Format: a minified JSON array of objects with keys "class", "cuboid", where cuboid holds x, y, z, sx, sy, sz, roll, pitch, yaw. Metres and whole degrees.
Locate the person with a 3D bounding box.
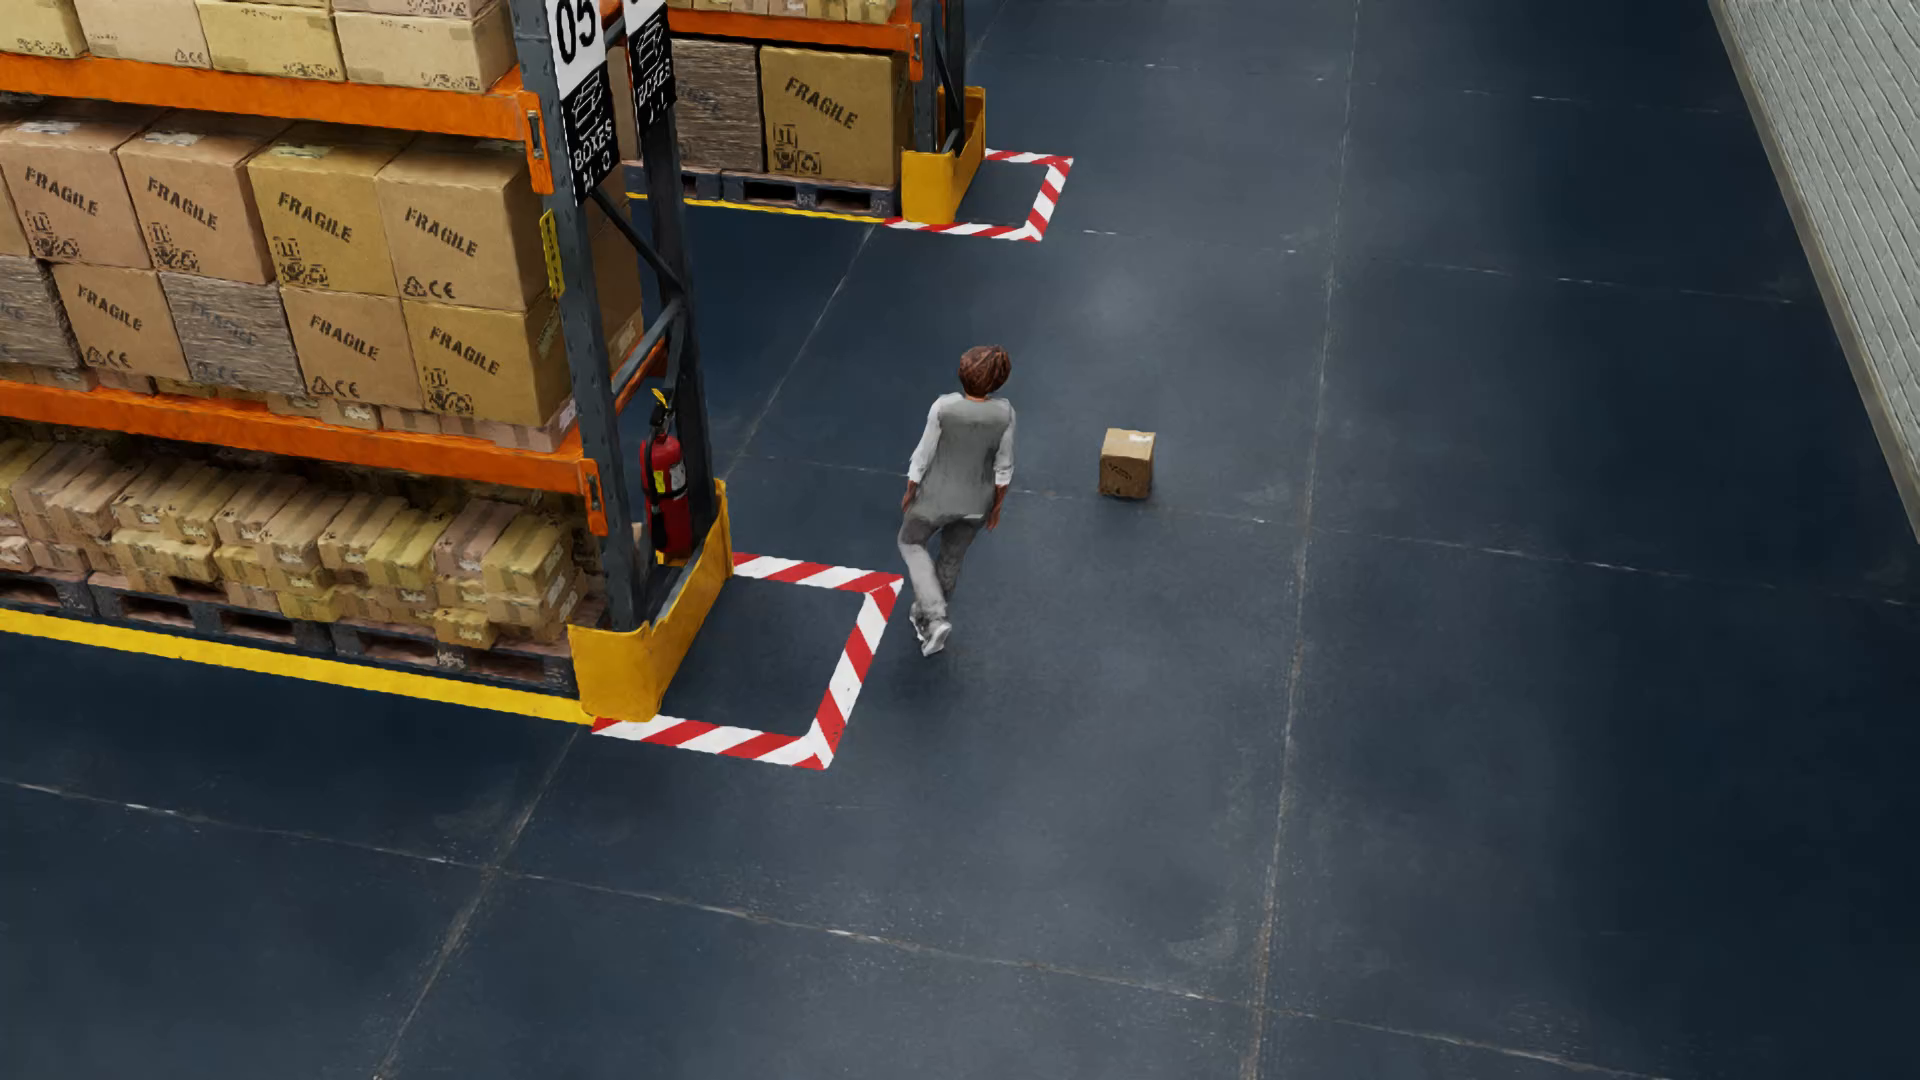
[{"class":"person","cuboid":[-0.012,-0.149,7.194,0.480,1.561,0.560,-7,38,-10]}]
